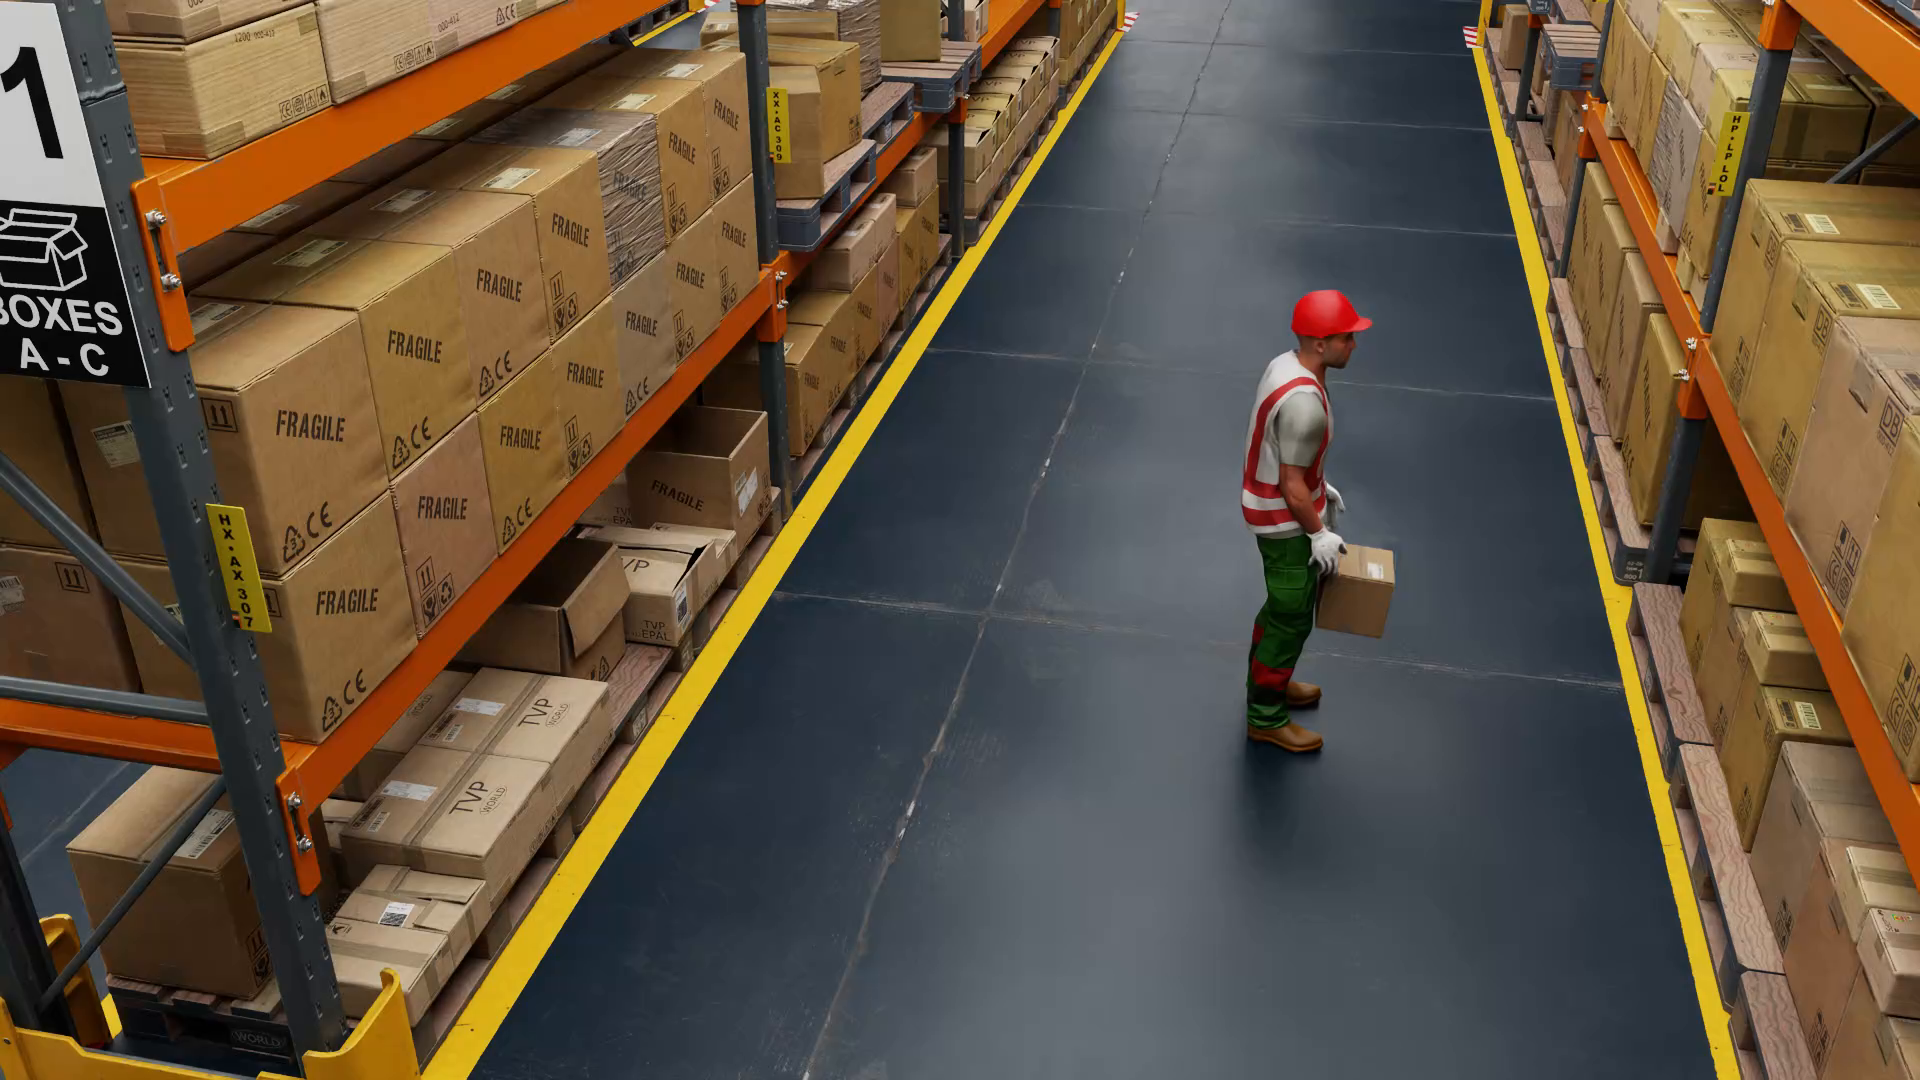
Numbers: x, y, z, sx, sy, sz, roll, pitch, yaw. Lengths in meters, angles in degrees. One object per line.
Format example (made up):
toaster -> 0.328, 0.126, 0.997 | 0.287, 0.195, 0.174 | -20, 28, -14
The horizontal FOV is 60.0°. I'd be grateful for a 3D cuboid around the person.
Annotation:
person -> 1.254, -0.085, 6.258 | 0.404, 1.787, 0.547 | 5, 29, 9
